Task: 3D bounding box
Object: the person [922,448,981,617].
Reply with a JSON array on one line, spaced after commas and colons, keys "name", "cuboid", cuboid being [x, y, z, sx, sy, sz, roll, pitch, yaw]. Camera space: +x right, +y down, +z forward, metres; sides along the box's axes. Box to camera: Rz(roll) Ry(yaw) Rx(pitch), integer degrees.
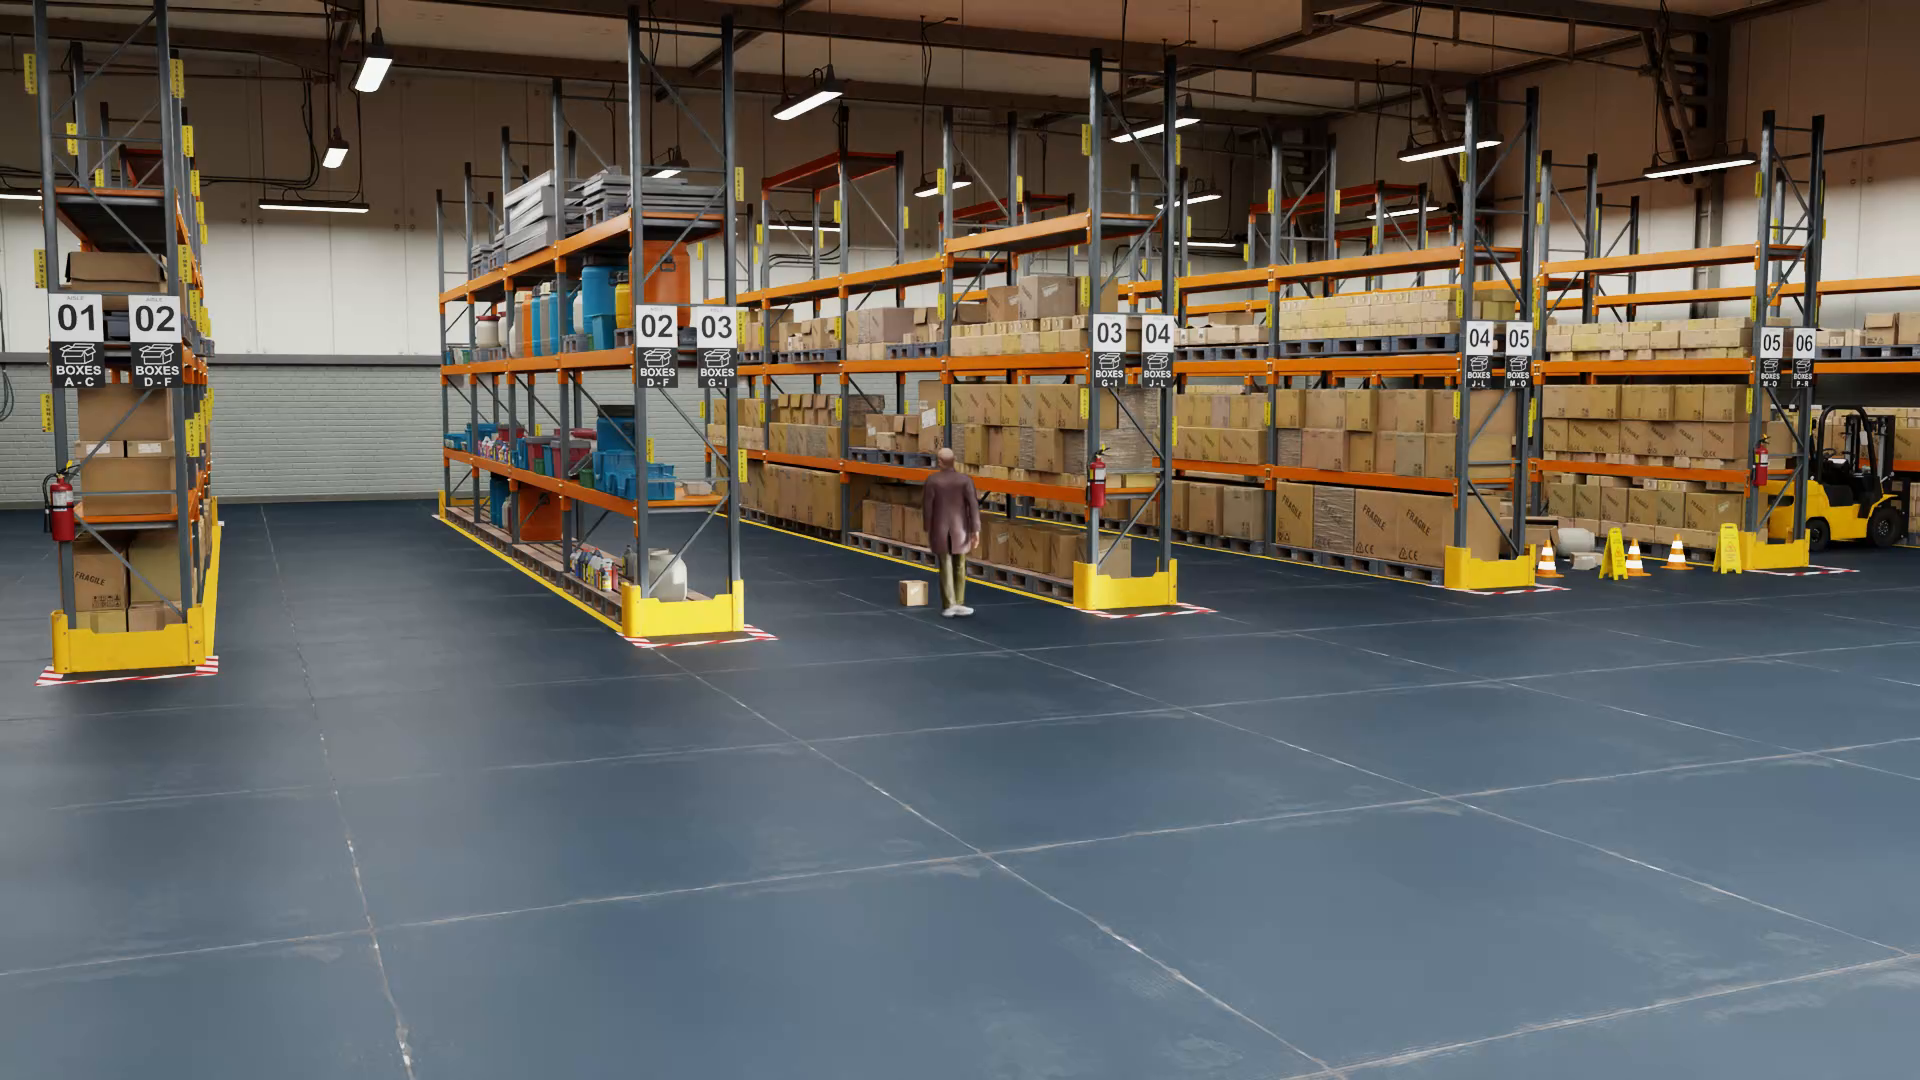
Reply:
[{"name": "person", "cuboid": [-0.079, -0.089, 17.651, 0.629, 1.774, 0.550, 0, 5, 4]}]
